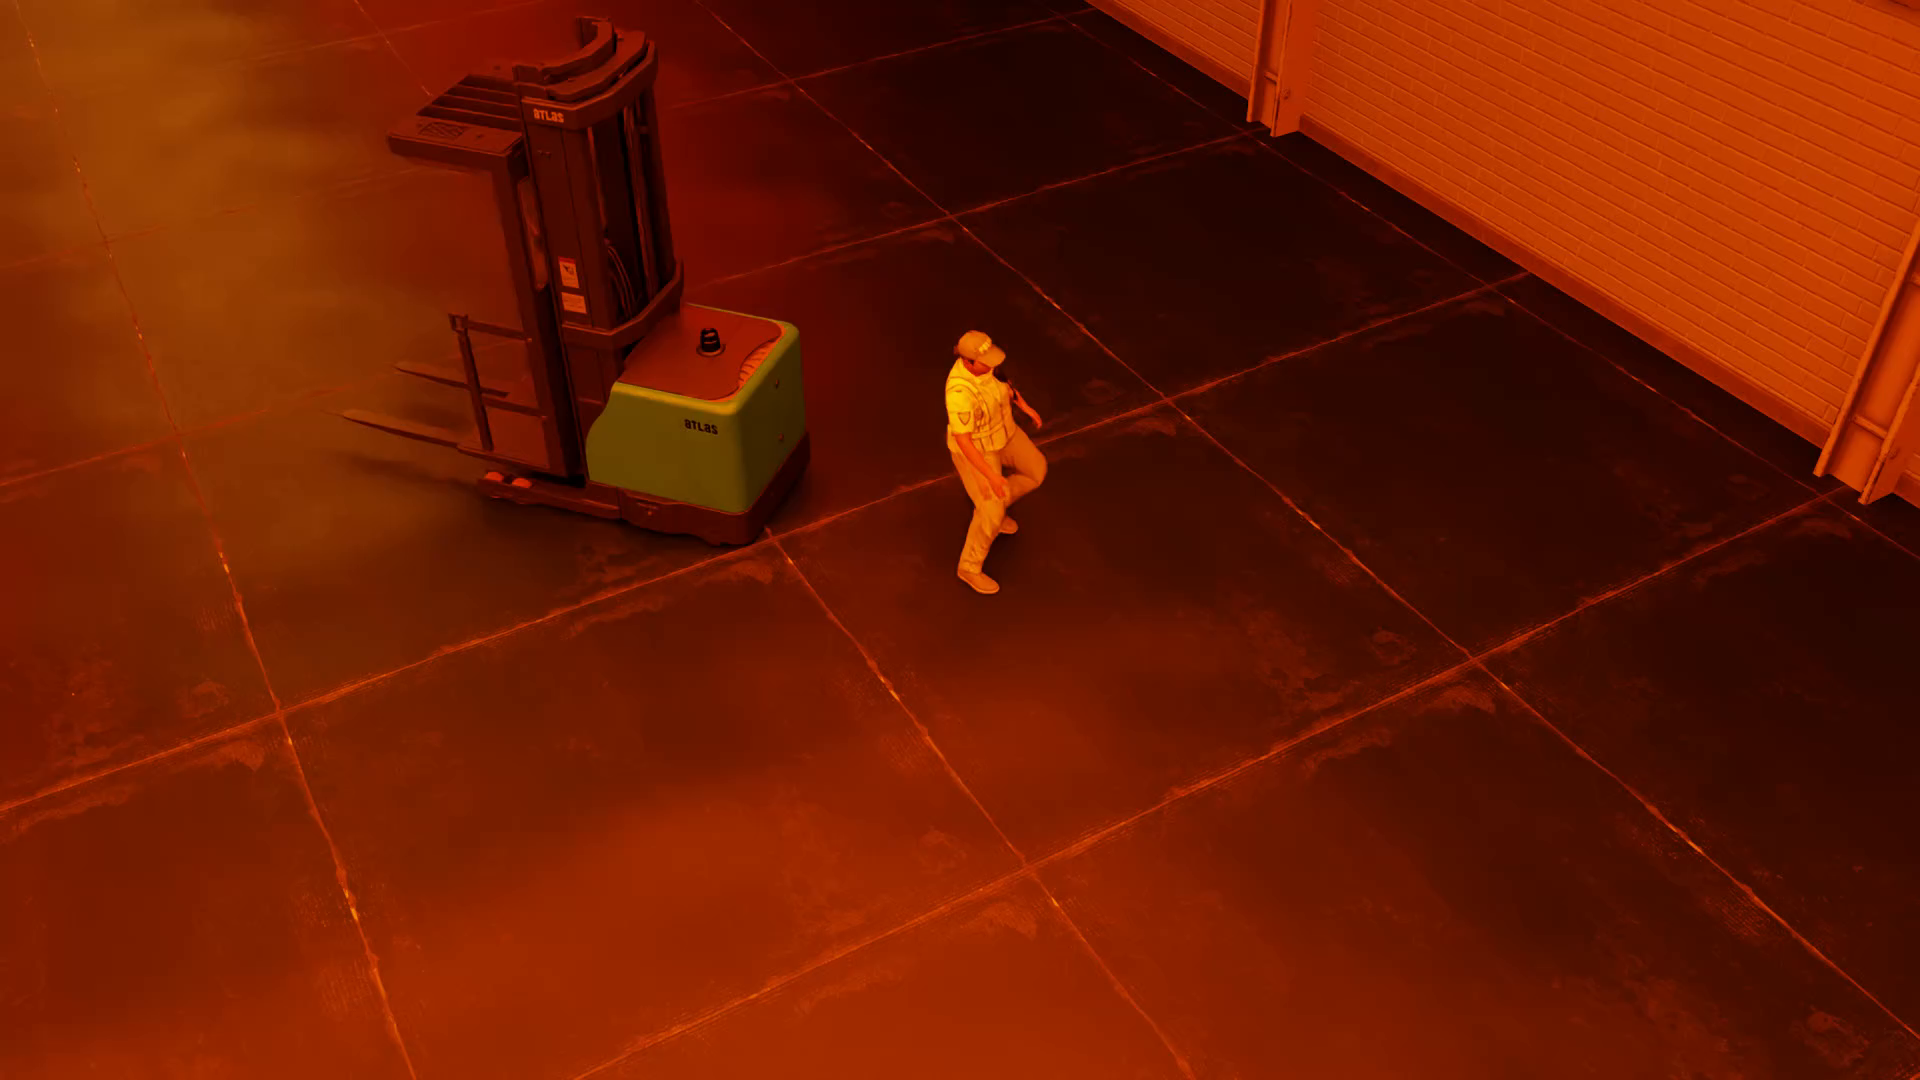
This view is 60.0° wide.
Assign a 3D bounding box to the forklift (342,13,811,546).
[{"bbox_3d":[-2.548,-1.661,10.039,3.031,2.935,1.130,13,41,15],"label":"forklift"}]

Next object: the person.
[{"bbox_3d":[0.176,-0.536,9.761,0.565,1.547,0.775,19,43,22],"label":"person"}]
